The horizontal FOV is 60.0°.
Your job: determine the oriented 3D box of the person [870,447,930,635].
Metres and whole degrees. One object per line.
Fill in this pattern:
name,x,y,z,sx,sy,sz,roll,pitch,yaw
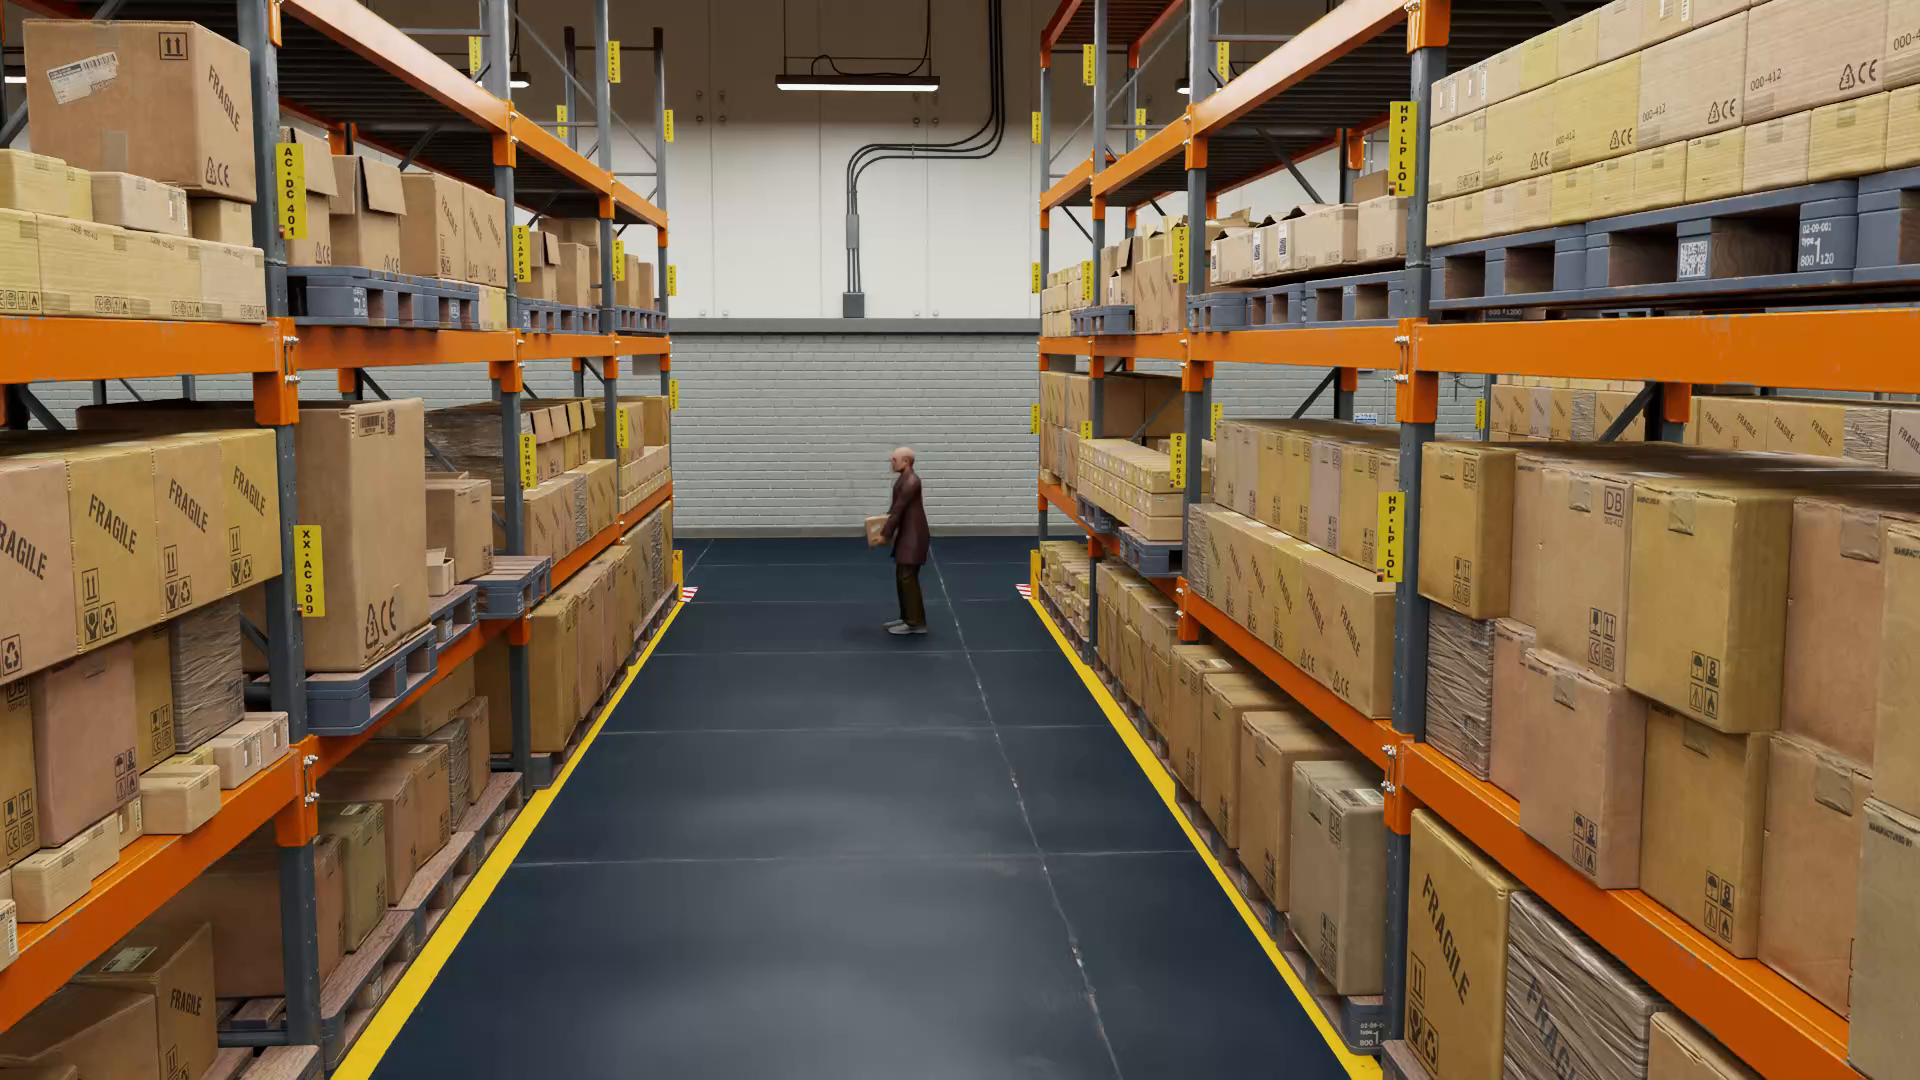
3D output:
person,-0.573,0.000,15.836,0.575,1.776,0.525,-1,7,-5
